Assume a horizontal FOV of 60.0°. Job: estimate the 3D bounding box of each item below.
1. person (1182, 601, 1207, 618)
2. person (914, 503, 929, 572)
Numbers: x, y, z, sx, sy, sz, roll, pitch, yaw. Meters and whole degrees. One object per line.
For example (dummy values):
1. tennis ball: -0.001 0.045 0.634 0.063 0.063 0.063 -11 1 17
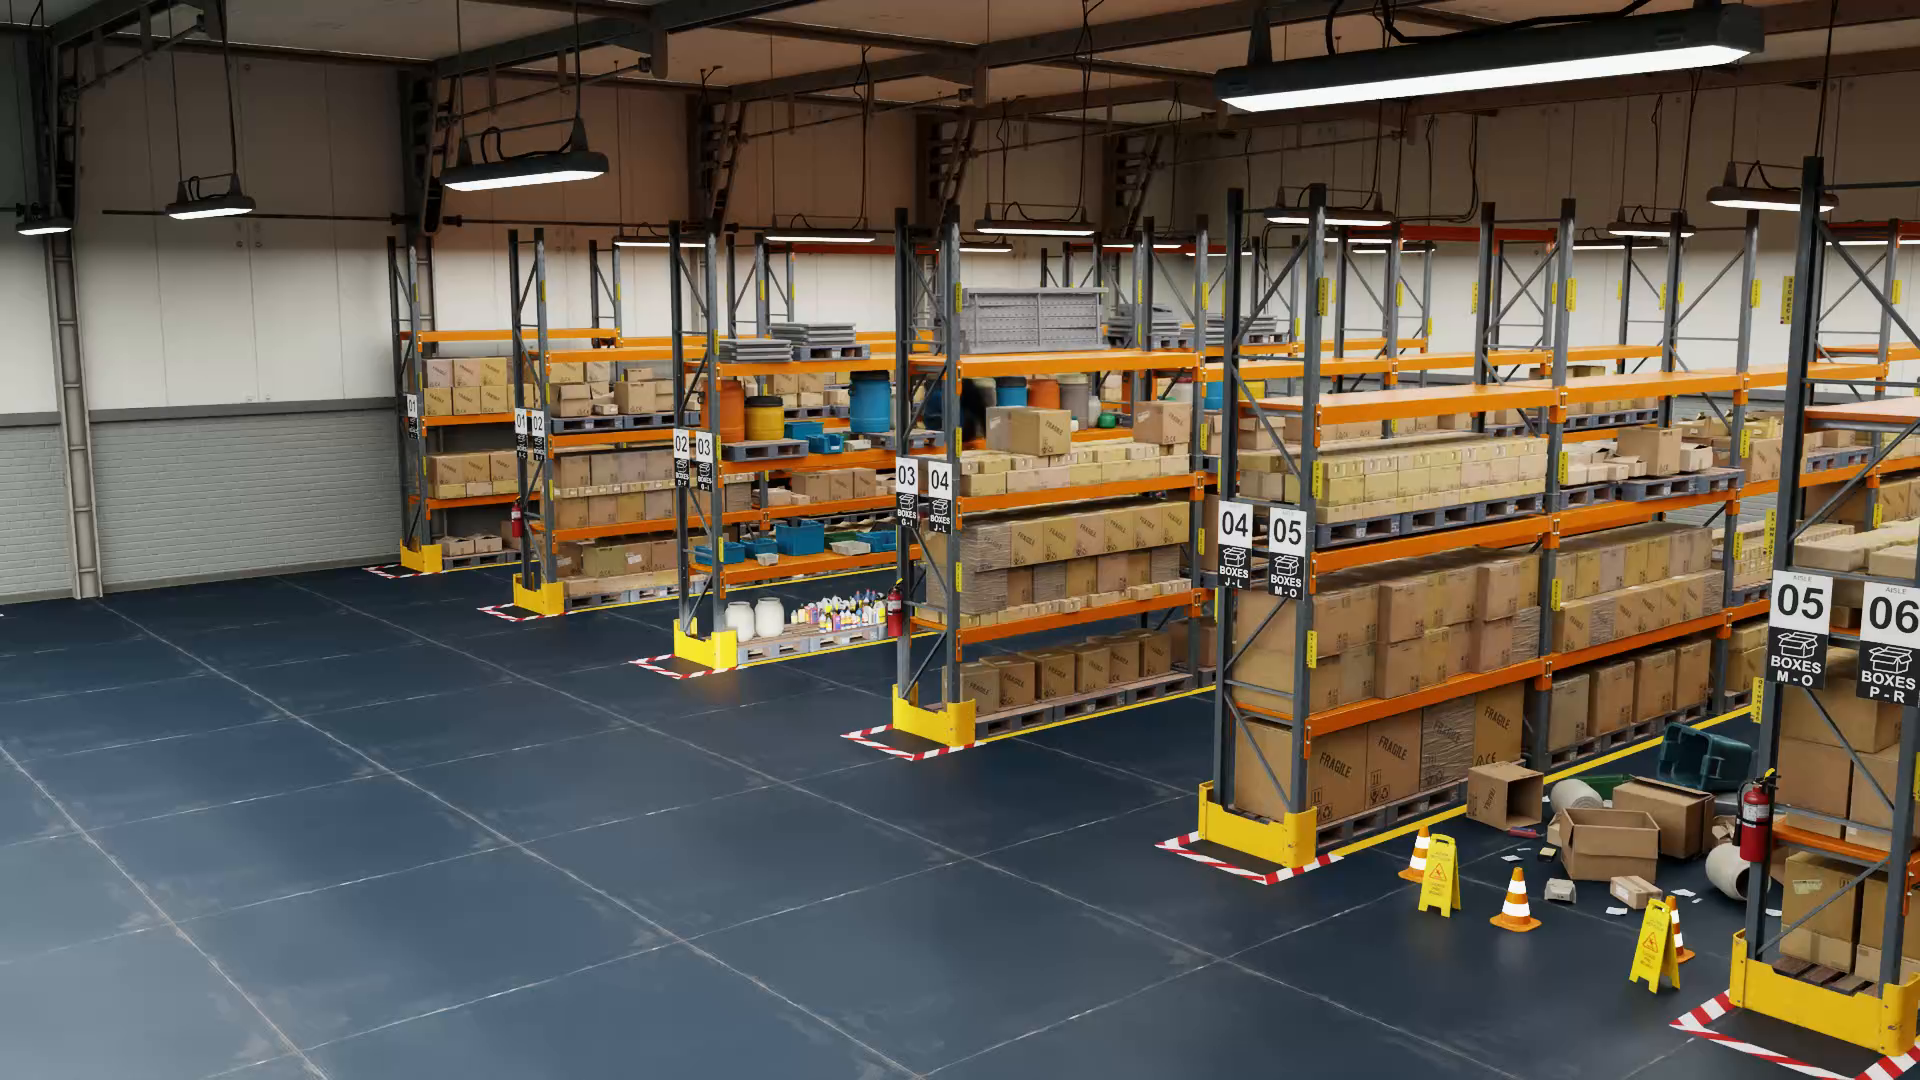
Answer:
1. person: 3.377 0.336 24.118 0.566 1.733 0.752 8 12 42
2. person: -0.738 -0.301 28.205 0.677 1.841 0.699 7 11 38
